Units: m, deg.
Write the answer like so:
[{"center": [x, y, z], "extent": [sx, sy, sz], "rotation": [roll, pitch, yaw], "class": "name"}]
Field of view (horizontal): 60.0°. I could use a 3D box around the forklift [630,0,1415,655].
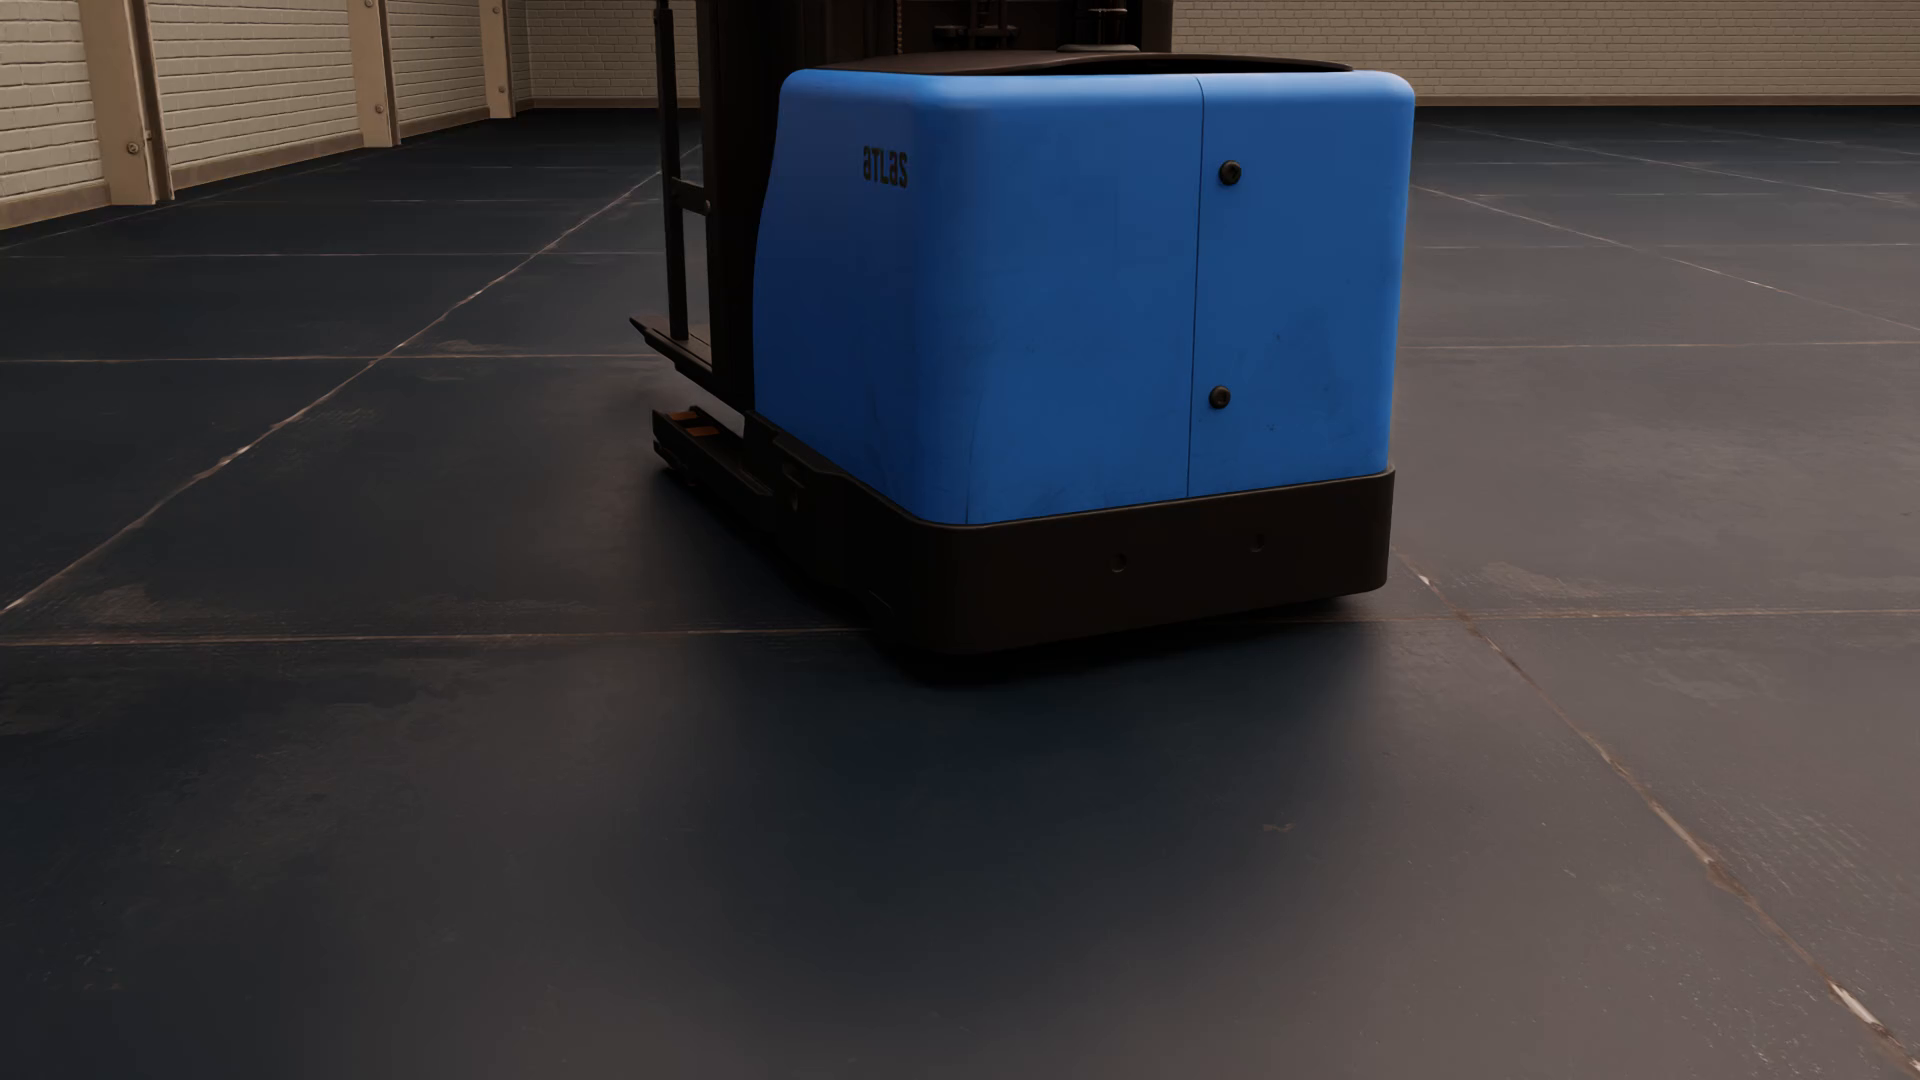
[{"center": [-0.189, -1.582, 4.079], "extent": [1.130, 2.935, 3.031], "rotation": [-7, 19, -23], "class": "forklift"}]
